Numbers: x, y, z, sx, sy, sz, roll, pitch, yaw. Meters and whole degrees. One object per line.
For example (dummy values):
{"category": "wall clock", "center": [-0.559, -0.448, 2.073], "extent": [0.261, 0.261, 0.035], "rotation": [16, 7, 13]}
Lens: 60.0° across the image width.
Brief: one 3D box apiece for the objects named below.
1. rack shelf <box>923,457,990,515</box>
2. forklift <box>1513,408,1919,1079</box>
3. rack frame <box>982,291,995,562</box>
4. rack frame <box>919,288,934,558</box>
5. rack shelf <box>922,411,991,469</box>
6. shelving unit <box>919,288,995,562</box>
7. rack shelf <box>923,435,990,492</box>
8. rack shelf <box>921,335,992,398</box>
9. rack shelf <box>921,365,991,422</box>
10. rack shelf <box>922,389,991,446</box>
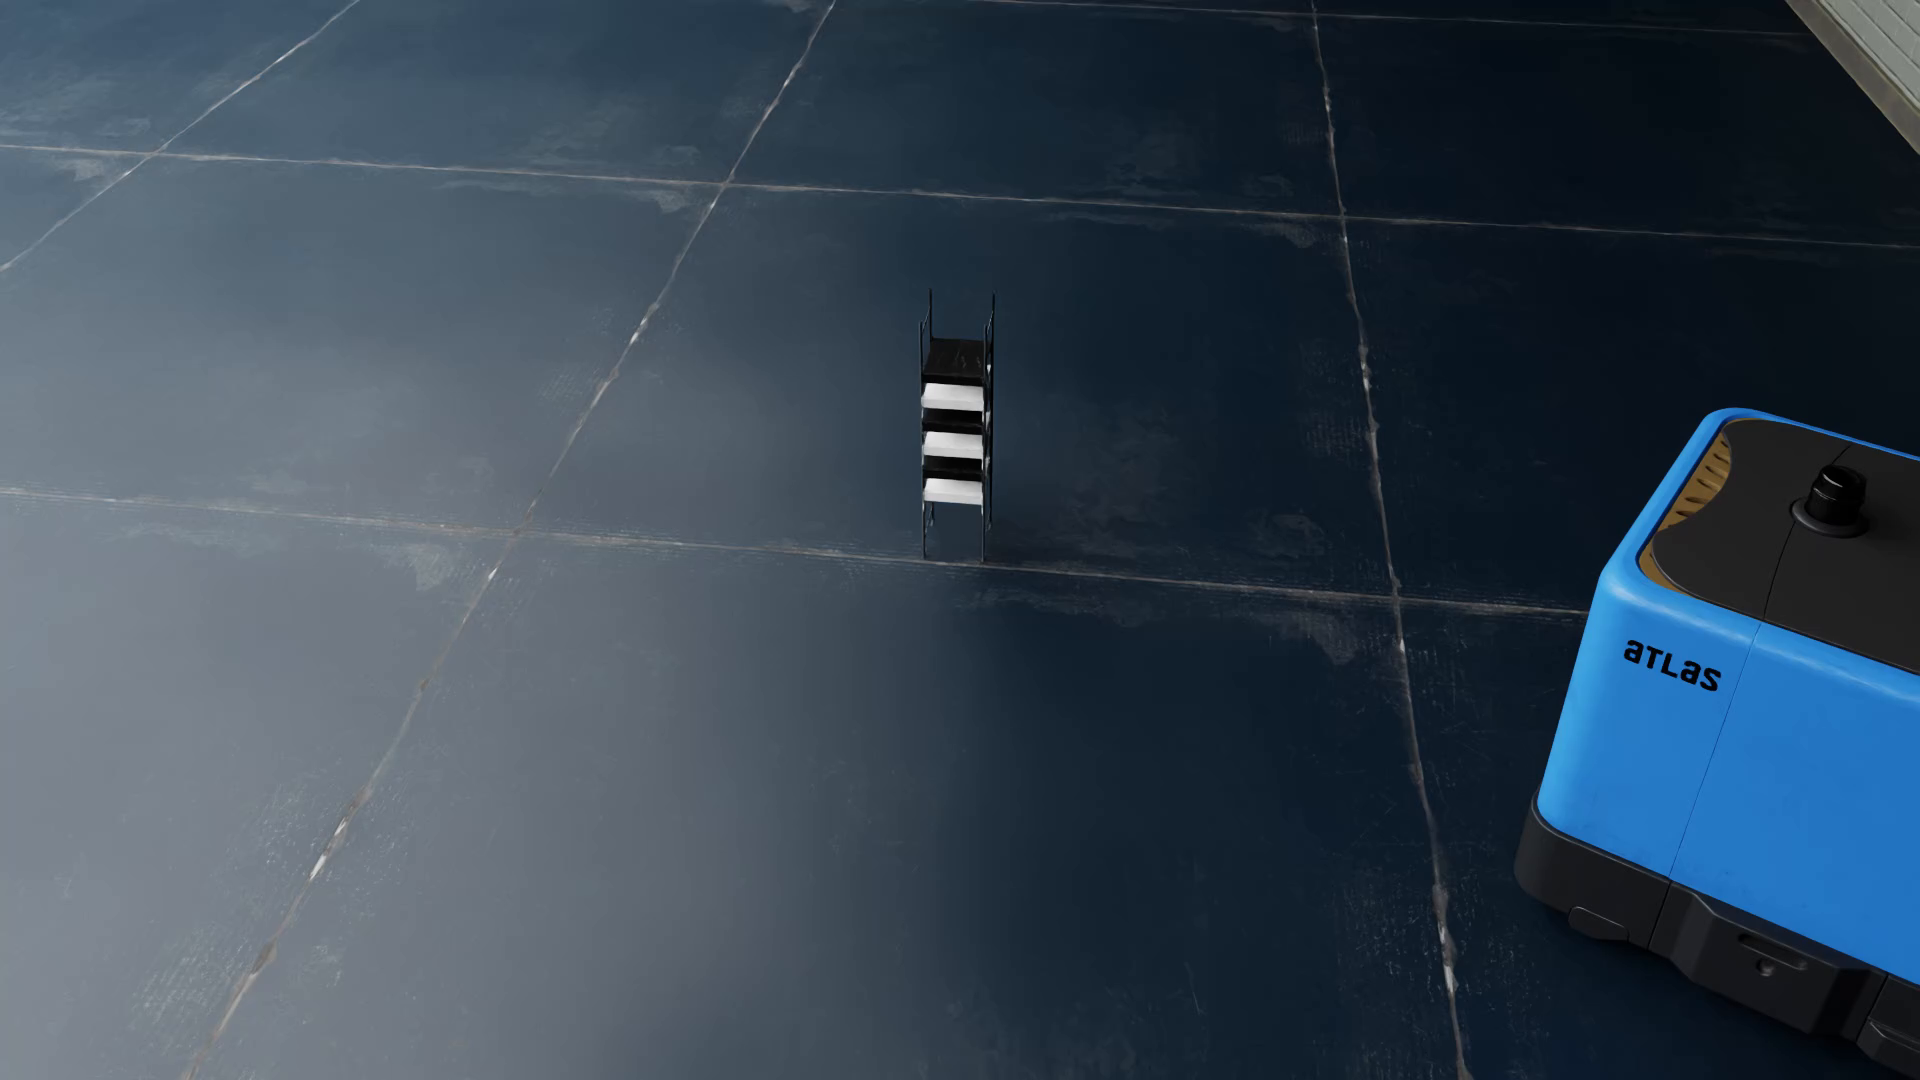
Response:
{"category": "rack shelf", "center": [-0.008, -0.193, 5.613], "extent": [0.200, 0.077, 0.258], "rotation": [4, 36, 6]}
{"category": "forklift", "center": [2.957, 0.030, 3.184], "extent": [3.031, 2.935, 1.130], "rotation": [22, 41, 28]}
{"category": "rack frame", "center": [0.093, -0.359, 5.479], "extent": [0.006, 0.900, 0.240], "rotation": [4, 36, 6]}
{"category": "rack frame", "center": [-0.109, -0.374, 5.500], "extent": [0.006, 0.900, 0.240], "rotation": [4, 36, 6]}
{"category": "rack shelf", "center": [-0.008, -0.340, 5.509], "extent": [0.200, 0.077, 0.258], "rotation": [4, 36, 6]}
{"category": "shelving unit", "center": [-0.008, -0.367, 5.489], "extent": [0.210, 0.900, 0.258], "rotation": [4, 36, 6]}
{"category": "rack shelf", "center": [-0.008, -0.267, 5.561], "extent": [0.200, 0.077, 0.258], "rotation": [4, 36, 6]}
{"category": "rack shelf", "center": [-0.008, -0.560, 5.352], "extent": [0.200, 0.077, 0.258], "rotation": [4, 36, 6]}
{"category": "rack shelf", "center": [-0.008, -0.486, 5.404], "extent": [0.200, 0.077, 0.258], "rotation": [4, 36, 6]}
{"category": "rack shelf", "center": [-0.008, -0.413, 5.457], "extent": [0.200, 0.077, 0.258], "rotation": [4, 36, 6]}
